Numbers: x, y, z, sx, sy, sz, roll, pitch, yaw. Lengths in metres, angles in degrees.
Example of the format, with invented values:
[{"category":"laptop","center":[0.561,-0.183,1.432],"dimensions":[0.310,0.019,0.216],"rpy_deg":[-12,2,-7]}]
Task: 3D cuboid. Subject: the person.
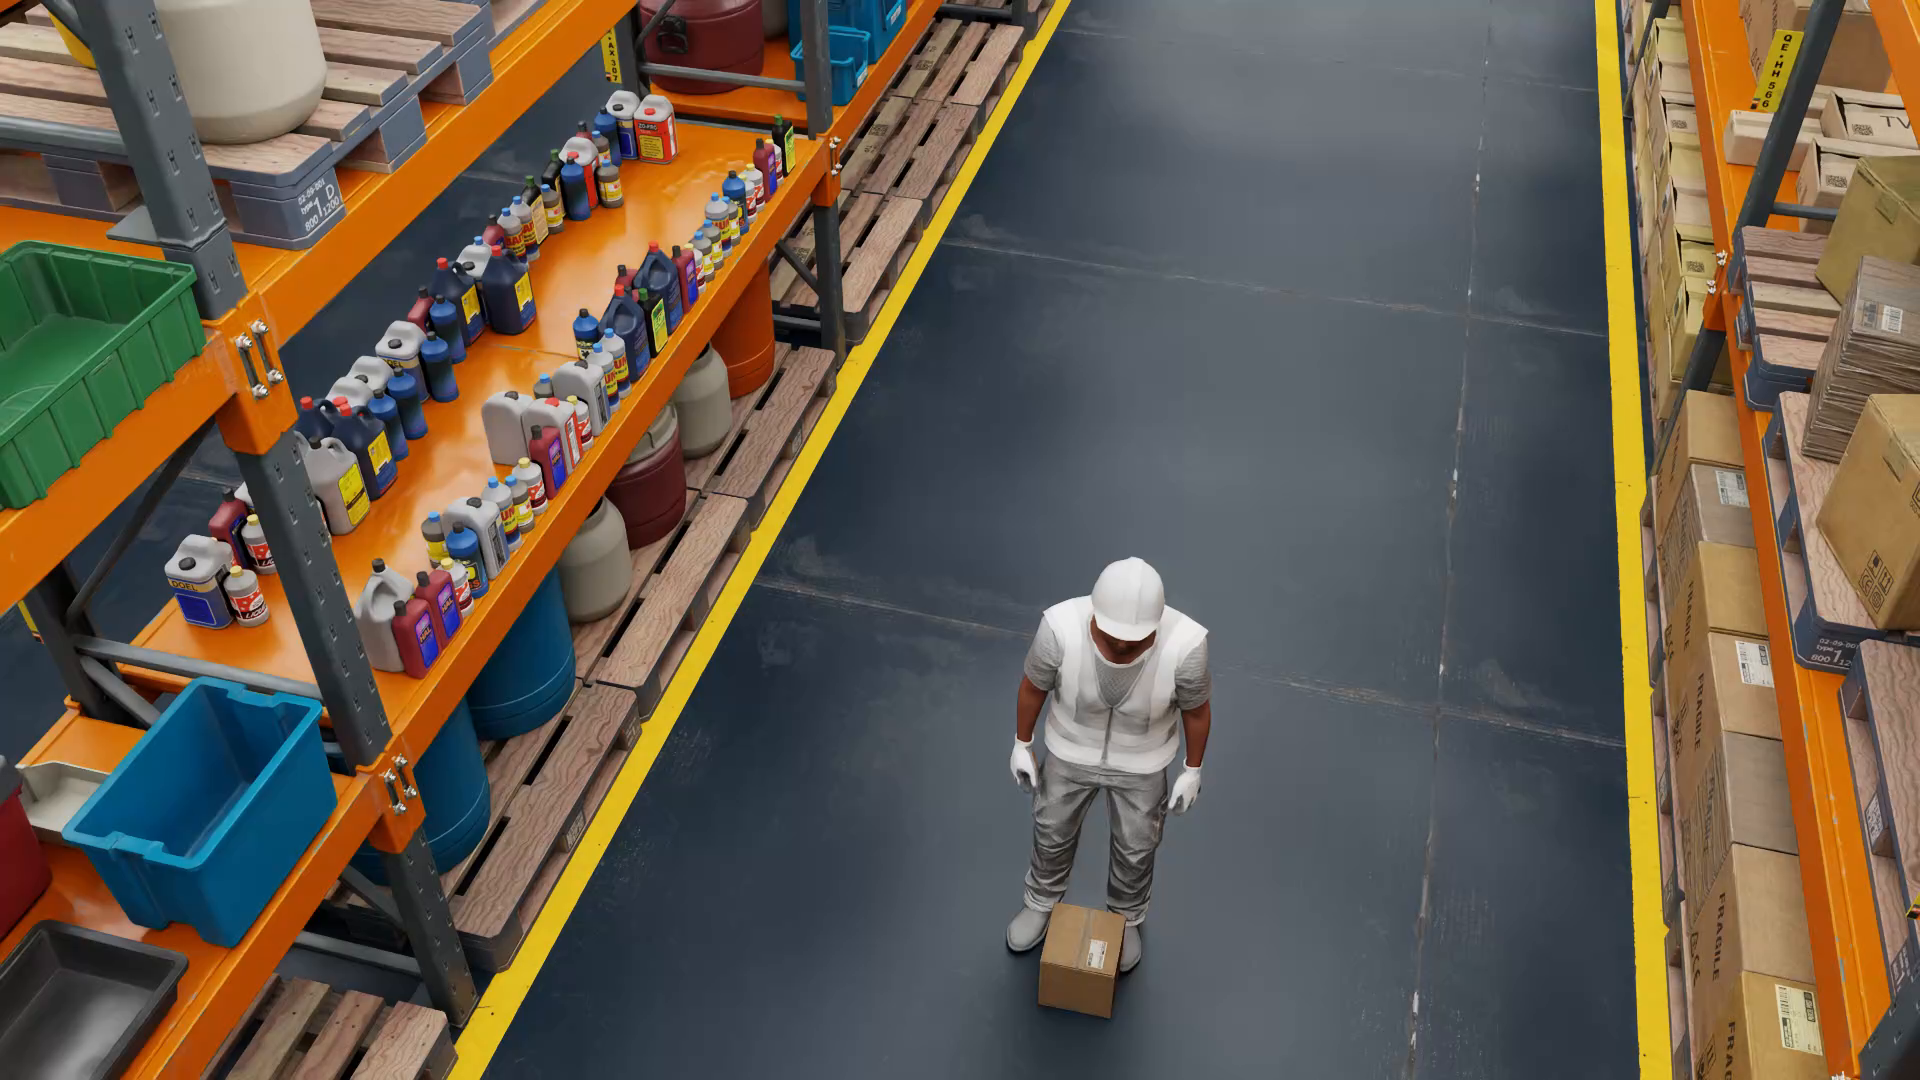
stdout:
[{"category":"person","center":[0.471,0.705,5.329],"dimensions":[0.621,1.773,0.449],"rpy_deg":[8,41,9]}]
